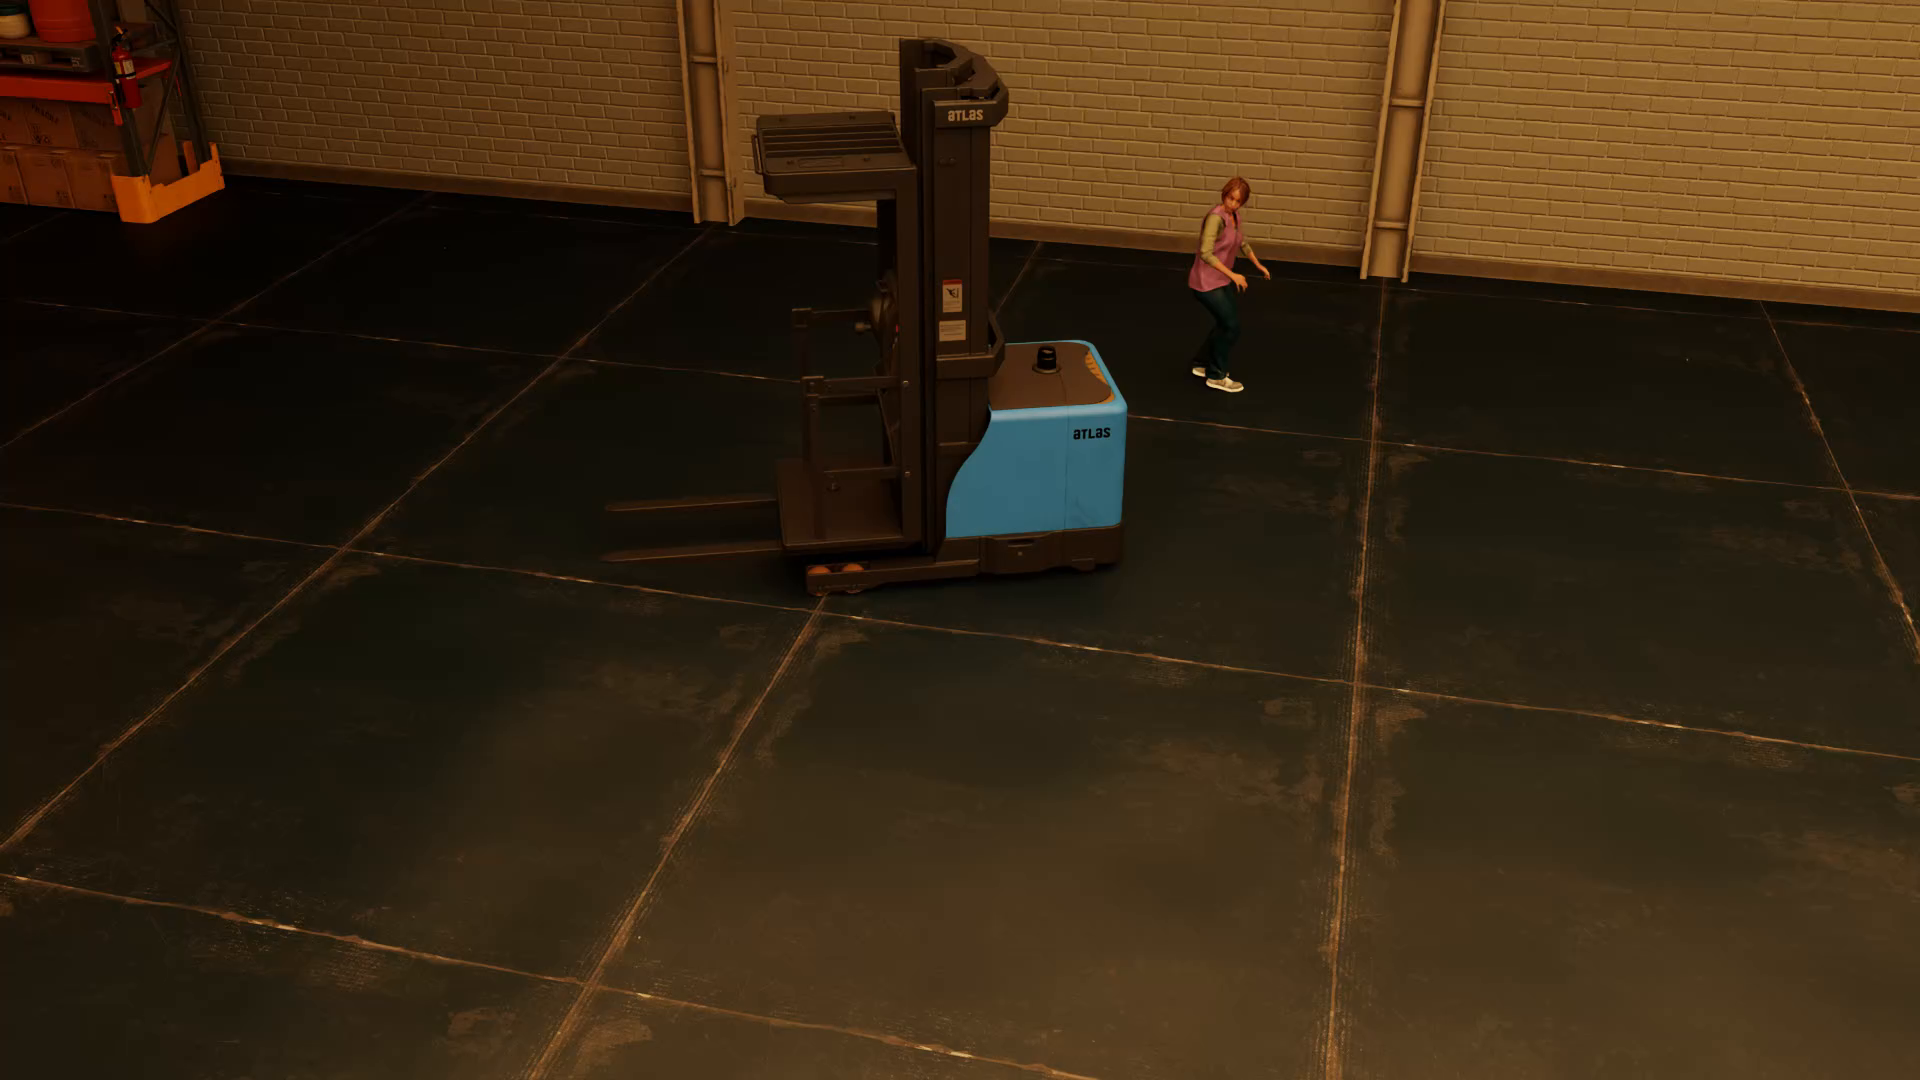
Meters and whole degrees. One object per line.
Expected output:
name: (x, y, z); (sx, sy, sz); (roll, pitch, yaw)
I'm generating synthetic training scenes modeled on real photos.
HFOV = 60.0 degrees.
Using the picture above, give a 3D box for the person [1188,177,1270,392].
person: (1.893, -1.808, 11.810); (0.509, 1.545, 0.660); (12, 32, 20)

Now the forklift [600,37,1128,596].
forklift: (-0.602, -1.232, 9.345); (3.031, 2.935, 1.130); (-4, 30, -7)
